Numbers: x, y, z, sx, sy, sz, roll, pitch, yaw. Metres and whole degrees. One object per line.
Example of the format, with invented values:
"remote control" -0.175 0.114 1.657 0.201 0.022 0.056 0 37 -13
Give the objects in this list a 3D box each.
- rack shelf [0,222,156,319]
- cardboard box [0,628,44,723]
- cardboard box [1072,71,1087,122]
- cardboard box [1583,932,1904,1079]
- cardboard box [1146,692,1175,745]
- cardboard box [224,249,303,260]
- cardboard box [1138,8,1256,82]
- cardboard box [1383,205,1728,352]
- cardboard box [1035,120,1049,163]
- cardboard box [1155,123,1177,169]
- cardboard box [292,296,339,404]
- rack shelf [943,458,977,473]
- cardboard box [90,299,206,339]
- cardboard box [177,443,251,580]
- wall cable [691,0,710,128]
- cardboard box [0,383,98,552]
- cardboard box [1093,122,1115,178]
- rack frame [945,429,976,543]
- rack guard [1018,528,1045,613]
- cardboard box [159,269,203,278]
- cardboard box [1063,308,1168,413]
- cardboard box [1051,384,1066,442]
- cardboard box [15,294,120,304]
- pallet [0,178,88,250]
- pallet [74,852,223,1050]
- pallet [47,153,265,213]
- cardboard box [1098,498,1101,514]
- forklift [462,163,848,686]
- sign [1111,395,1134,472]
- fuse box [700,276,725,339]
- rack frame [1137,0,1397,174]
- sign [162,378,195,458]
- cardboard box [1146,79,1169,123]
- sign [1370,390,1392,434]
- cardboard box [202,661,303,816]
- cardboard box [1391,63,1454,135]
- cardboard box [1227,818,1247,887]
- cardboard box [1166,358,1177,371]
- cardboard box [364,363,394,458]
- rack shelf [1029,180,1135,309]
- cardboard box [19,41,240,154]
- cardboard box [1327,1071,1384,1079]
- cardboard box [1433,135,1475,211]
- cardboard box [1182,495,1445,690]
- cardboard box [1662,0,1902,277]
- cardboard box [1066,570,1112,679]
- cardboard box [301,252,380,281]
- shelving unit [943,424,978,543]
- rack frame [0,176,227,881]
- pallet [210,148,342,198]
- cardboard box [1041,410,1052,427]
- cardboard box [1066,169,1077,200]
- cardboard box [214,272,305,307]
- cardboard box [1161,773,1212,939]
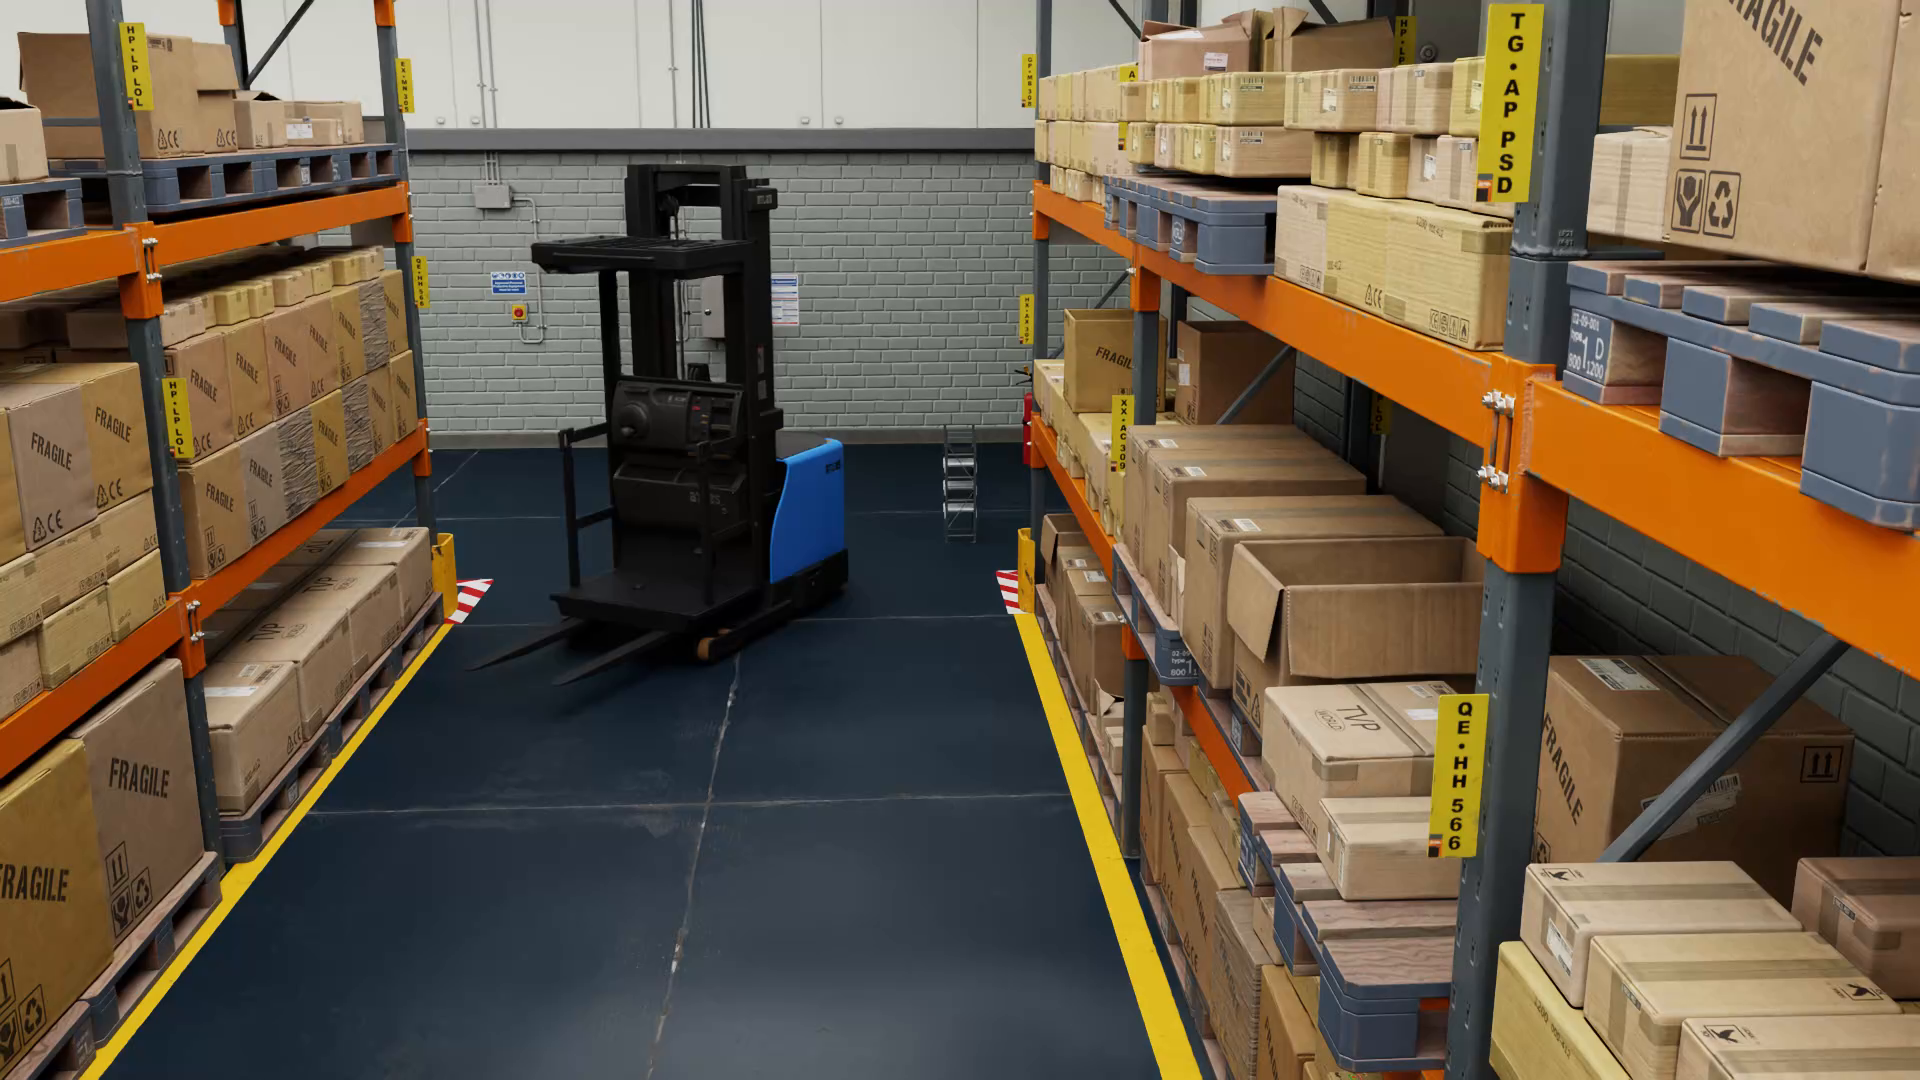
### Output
"rack shelf" -3.601 -0.568 4.640 1.077 0.370 4.000 -1 14 -3
"cardboard box" -3.402 0.471 5.476 0.500 0.250 0.500 -1 14 -5
"cardboard box" 0.858 -2.308 8.657 0.500 0.250 0.500 0 14 -2
"cardboard box" 1.221 0.743 2.615 0.380 0.149 0.250 -1 14 -2
"cardboard box" 0.986 0.747 6.974 0.380 0.149 0.250 0 14 -1
"cardboard box" -4.139 -1.647 9.897 0.380 0.149 0.250 -1 14 -2
"cardboard box" 0.900 -1.886 6.351 0.396 0.266 0.258 -1 14 -4
"cardboard box" 1.203 -0.548 3.419 0.500 0.250 0.500 -1 14 -5
"cardboard box" 0.736 -2.443 10.188 0.500 0.250 0.500 -1 14 -4
"cardboard box" 0.876 -1.351 5.698 0.380 0.149 0.250 -1 14 -3
"cardboard box" -3.586 -0.995 8.667 0.500 0.500 0.500 -1 14 -4
"rack shelf" -0.001 -0.580 12.886 0.258 0.077 0.200 -1 14 -3
"cardboard box" -3.517 -0.954 7.207 0.380 0.149 0.250 -1 14 -3
"cardboard box" -3.492 -0.131 7.314 0.500 0.500 0.500 0 14 -2
"wall cable" -1.072 -5.335 15.626 2.988 3.039 0.133 -1 14 -3
"cardboard box" -3.407 -0.258 5.804 0.500 0.500 0.500 -1 14 -2
"cardboard box" 0.907 -1.808 7.720 0.500 0.250 0.500 -1 14 -5
"rack frame" 0.006 -0.413 12.824 0.240 0.900 0.006 -1 14 -3
"rack guard" 0.986 0.196 11.263 1.175 0.500 0.348 -1 14 -3
"cardboard box" -4.173 -1.324 8.645 0.380 0.149 0.250 -1 14 -5
"cardboard box" 0.834 -0.979 9.009 0.500 0.500 0.500 -1 14 -2
"cardboard box" 0.807 -0.737 9.575 0.500 0.250 0.500 -1 14 -4
"cardboard box" -3.975 -1.009 7.421 0.380 0.149 0.250 -1 14 -3
"pallet" -3.618 -1.094 5.624 0.805 0.209 1.217 -1 15 -6
"pallet" -3.601 1.580 6.464 1.003 0.211 1.213 -1 14 -3
"pallet" -3.765 -1.575 7.286 1.003 0.211 1.213 -1 14 -3
"cardboard box" 0.890 -0.187 8.238 0.380 0.149 0.250 -1 14 -2
"forklift" -1.859 -0.789 10.210 1.130 2.935 3.031 7 16 24
"sign" 0.688 -0.448 7.011 0.100 0.325 0.005 -1 14 -3
"fuse box" -2.239 -1.731 16.318 0.539 1.711 0.414 -1 14 -3
"rack frame" 1.229 -2.945 6.411 1.000 3.000 0.127 -1 14 -3
"sign" -3.183 -0.495 6.765 0.100 0.325 0.005 -1 14 -3
"cardboard box" 0.871 -1.556 5.898 0.380 0.149 0.250 -1 14 -4
"sign" 1.783 -0.609 7.051 0.100 0.325 0.005 -1 14 -3
"cardboard box" -3.656 0.918 7.738 0.875 0.438 0.875 -1 14 -4
"cardboard box" 1.183 -0.975 3.680 0.380 0.149 0.250 -1 14 -5
"cardboard box" 1.130 1.071 5.716 0.380 0.149 0.250 0 14 -1
"cardboard box" 1.275 -0.995 10.578 0.500 0.250 0.500 0 14 -2
"cardboard box" -3.662 -0.764 9.775 0.500 0.500 0.500 -1 14 -5
"rack shelf" 1.106 -1.641 8.808 1.077 0.370 4.000 -1 14 -3
"cardboard box" -3.840 -2.051 7.708 0.797 0.503 0.637 0 14 1
"cardboard box" 1.146 1.462 4.195 0.380 0.149 0.250 -2 15 -6
"cardboard box" 1.219 -0.767 3.468 0.380 0.149 0.250 -1 14 -5
"cardboard box" 1.117 0.157 5.354 0.700 0.500 0.500 -1 14 -4
"cardboard box" 1.279 -0.613 2.127 0.500 0.500 0.500 -1 14 -3
"cardboard box" 0.872 0.473 9.342 0.500 0.500 0.500 -1 14 -2
"cardboard box" -3.610 -1.591 9.683 0.380 0.149 0.250 -1 14 -4
"shelving unit" -0.001 -0.438 12.922 0.258 0.900 0.210 -1 14 -3
"rack frame" -3.724 0.038 6.857 1.000 3.000 0.127 -1 14 -3
"pallet" -3.837 -1.878 8.463 1.003 0.211 1.213 -1 14 -3
"cardboard box" 0.728 -0.826 10.722 0.380 0.149 0.250 -1 14 -4
"cardboard box" 0.767 -1.899 8.873 0.380 0.149 0.250 -1 14 -3
"cardboard box" -3.561 -1.270 8.433 0.380 0.149 0.250 -1 14 -3
"cardboard box" 1.078 1.224 6.423 0.500 0.500 0.500 -1 14 -4
